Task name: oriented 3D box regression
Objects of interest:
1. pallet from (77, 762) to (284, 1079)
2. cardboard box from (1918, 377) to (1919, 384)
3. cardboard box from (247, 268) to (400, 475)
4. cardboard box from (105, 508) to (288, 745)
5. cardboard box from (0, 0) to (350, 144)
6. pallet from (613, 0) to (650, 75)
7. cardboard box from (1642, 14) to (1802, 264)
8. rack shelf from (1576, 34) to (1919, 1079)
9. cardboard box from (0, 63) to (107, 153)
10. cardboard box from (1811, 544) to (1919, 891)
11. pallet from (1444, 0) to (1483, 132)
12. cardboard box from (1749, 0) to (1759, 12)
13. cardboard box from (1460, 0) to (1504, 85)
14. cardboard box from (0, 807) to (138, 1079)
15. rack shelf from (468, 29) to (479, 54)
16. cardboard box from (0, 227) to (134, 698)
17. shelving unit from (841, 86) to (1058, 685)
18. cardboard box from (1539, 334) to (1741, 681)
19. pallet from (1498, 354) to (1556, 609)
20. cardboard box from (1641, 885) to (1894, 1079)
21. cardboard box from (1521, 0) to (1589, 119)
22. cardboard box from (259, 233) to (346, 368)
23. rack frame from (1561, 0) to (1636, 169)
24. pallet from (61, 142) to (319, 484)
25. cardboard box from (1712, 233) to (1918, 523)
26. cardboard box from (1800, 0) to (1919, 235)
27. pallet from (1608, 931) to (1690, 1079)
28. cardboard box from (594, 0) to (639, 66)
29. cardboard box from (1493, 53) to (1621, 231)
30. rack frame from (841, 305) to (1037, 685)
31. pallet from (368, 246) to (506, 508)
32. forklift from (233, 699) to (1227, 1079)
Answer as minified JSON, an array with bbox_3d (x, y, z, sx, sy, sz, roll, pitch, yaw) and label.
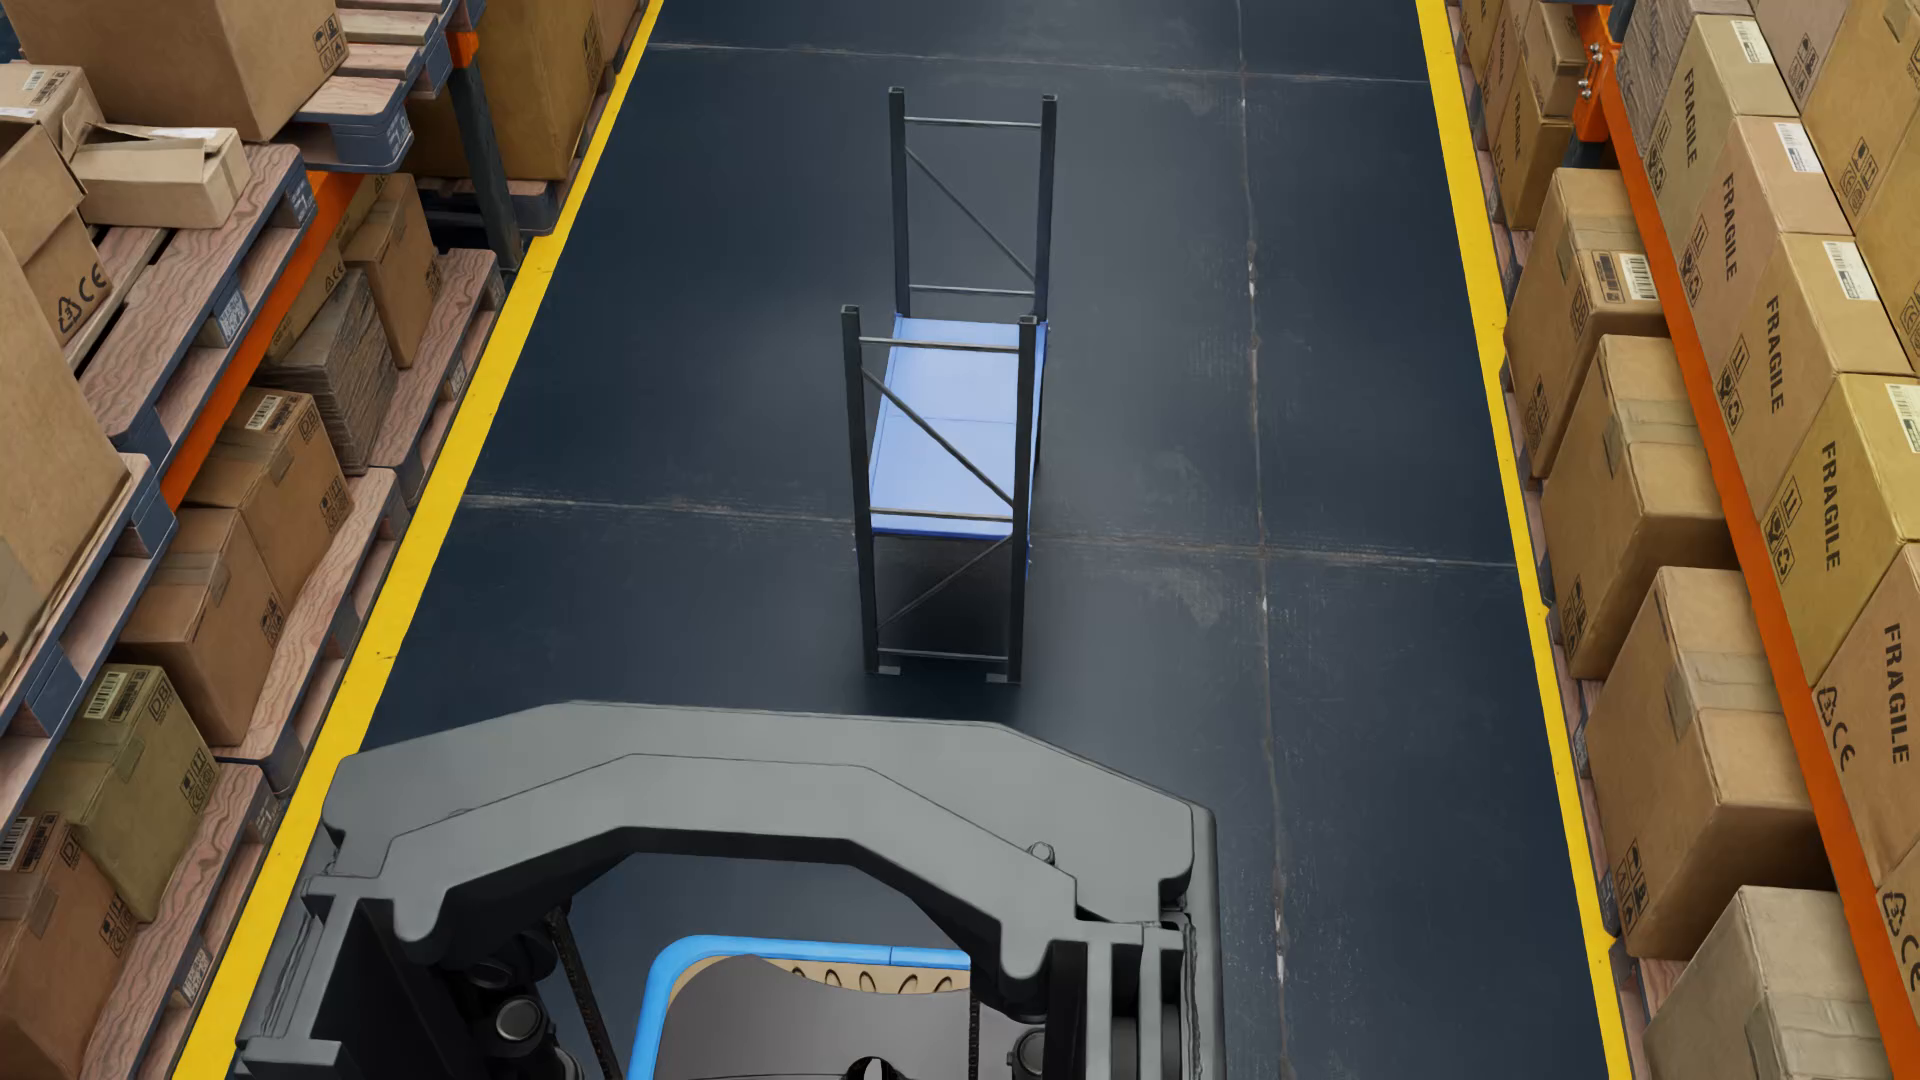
[{"bbox_3d":[-2.582,1.138,4.566,1.003,0.211,1.213,4,48,4],"label":"pallet"},{"bbox_3d":[2.409,-0.309,3.254,0.700,0.500,0.500,4,48,4],"label":"cardboard box"},{"bbox_3d":[-2.366,-0.573,5.637,0.700,0.500,0.500,0,48,0],"label":"cardboard box"},{"bbox_3d":[-2.462,0.254,4.880,0.700,0.500,0.500,0,48,0],"label":"cardboard box"},{"bbox_3d":[-2.248,-1.529,4.763,0.700,0.500,0.500,10,48,9],"label":"cardboard box"},{"bbox_3d":[-2.027,-2.697,8.074,1.003,0.211,1.213,4,48,4],"label":"pallet"},{"bbox_3d":[2.290,-1.110,4.665,0.500,0.500,0.500,3,48,3],"label":"cardboard box"},{"bbox_3d":[2.461,-0.050,4.250,1.077,0.370,4.000,4,48,4],"label":"rack shelf"},{"bbox_3d":[-2.669,-1.045,4.490,0.500,0.250,0.500,3,48,2],"label":"cardboard box"},{"bbox_3d":[2.106,0.371,3.310,0.500,0.500,0.500,3,48,3],"label":"cardboard box"},{"bbox_3d":[2.829,-2.289,7.701,1.003,0.211,1.213,4,48,4],"label":"pallet"},{"bbox_3d":[2.592,-1.804,4.622,0.700,0.500,0.500,4,48,3],"label":"cardboard box"},{"bbox_3d":[2.526,-2.332,7.260,0.500,0.500,0.500,2,48,2],"label":"cardboard box"},{"bbox_3d":[-2.574,1.015,4.185,0.700,0.500,0.500,1,48,1],"label":"cardboard box"},{"bbox_3d":[-2.105,-3.397,7.311,1.077,0.370,4.000,4,48,4],"label":"rack shelf"},{"bbox_3d":[-2.440,-0.149,3.162,1.000,1.000,1.000,4,48,4],"label":"cardboard box"},{"bbox_3d":[-0.008,-0.443,5.139,0.538,1.500,1.048,4,48,4],"label":"shelving unit"},{"bbox_3d":[2.422,-0.060,5.012,1.050,0.750,0.750,5,48,4],"label":"cardboard box"},{"bbox_3d":[2.496,-0.247,5.833,1.003,0.211,1.213,4,48,4],"label":"pallet"},{"bbox_3d":[2.245,1.333,3.738,1.050,0.750,0.750,4,48,3],"label":"cardboard box"},{"bbox_3d":[2.444,-1.833,6.295,0.500,0.250,0.500,3,48,3],"label":"cardboard box"},{"bbox_3d":[-2.357,-0.843,5.376,0.500,0.250,0.500,9,48,8],"label":"cardboard box"},{"bbox_3d":[2.643,-1.762,5.329,1.000,3.000,0.127,4,48,4],"label":"rack frame"},{"bbox_3d":[-2.427,-0.648,4.440,1.003,0.211,1.213,4,48,4],"label":"pallet"},{"bbox_3d":[2.196,-0.374,3.991,0.500,0.500,0.500,3,48,3],"label":"cardboard box"},{"bbox_3d":[2.503,-1.055,3.937,0.700,0.500,0.500,3,48,3],"label":"cardboard box"},{"bbox_3d":[2.274,1.546,4.193,1.003,0.211,1.213,4,48,4],"label":"pallet"},{"bbox_3d":[-2.115,-2.755,7.392,1.225,0.875,0.875,4,48,4],"label":"cardboard box"},{"bbox_3d":[2.443,-1.561,6.555,0.500,0.500,0.500,4,48,3],"label":"cardboard box"},{"bbox_3d":[-0.054,-0.070,4.798,0.500,1.500,0.032,4,48,4],"label":"rack frame"},{"bbox_3d":[-2.360,-0.655,6.206,1.003,0.211,1.213,4,48,4],"label":"pallet"},{"bbox_3d":[-0.245,1.684,2.224,1.130,2.935,3.031,3,48,3],"label":"forklift"}]
